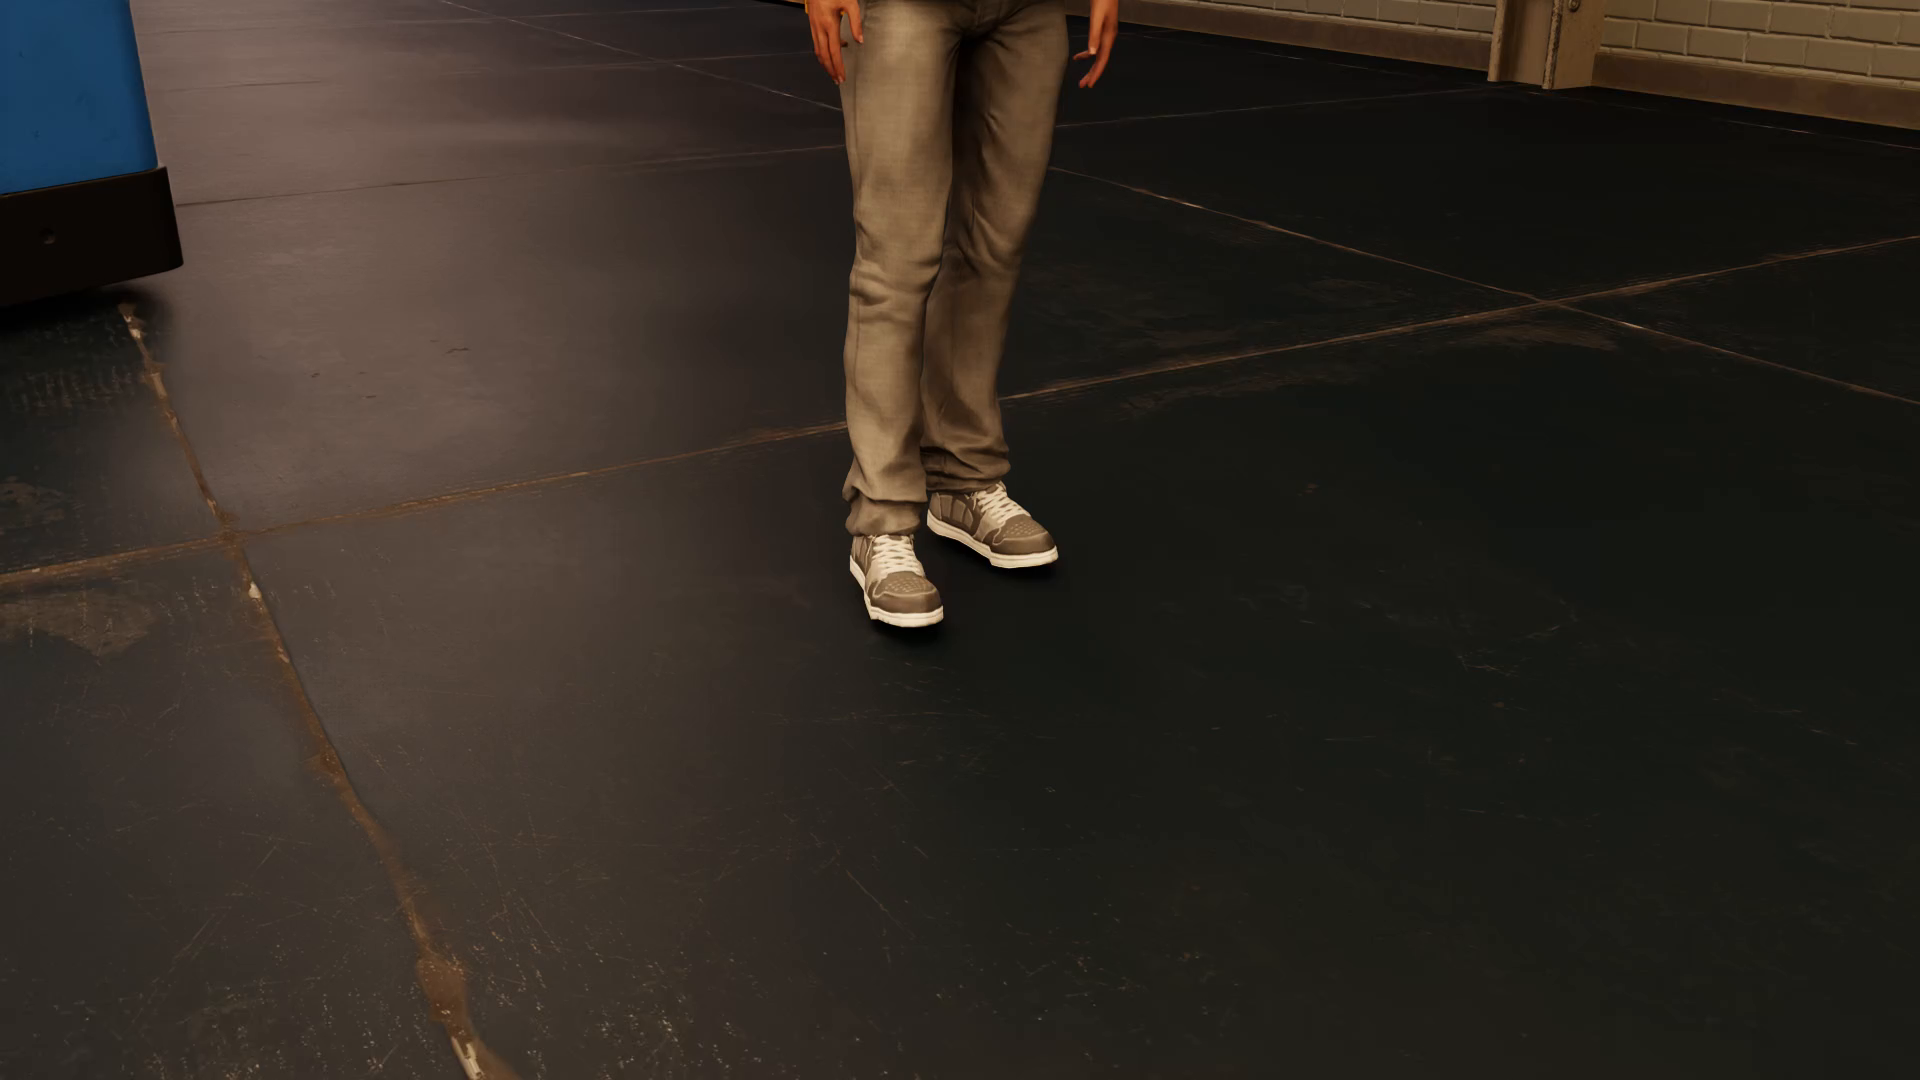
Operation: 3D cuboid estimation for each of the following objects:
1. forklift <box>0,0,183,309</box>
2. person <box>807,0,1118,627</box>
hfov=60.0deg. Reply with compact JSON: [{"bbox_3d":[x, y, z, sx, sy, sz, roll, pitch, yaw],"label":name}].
[{"bbox_3d":[-3.442,-2.092,3.873,3.031,2.935,1.130,13,25,28],"label":"forklift"},{"bbox_3d":[0.025,-0.719,2.262,0.520,1.599,0.473,-12,25,-28],"label":"person"}]
